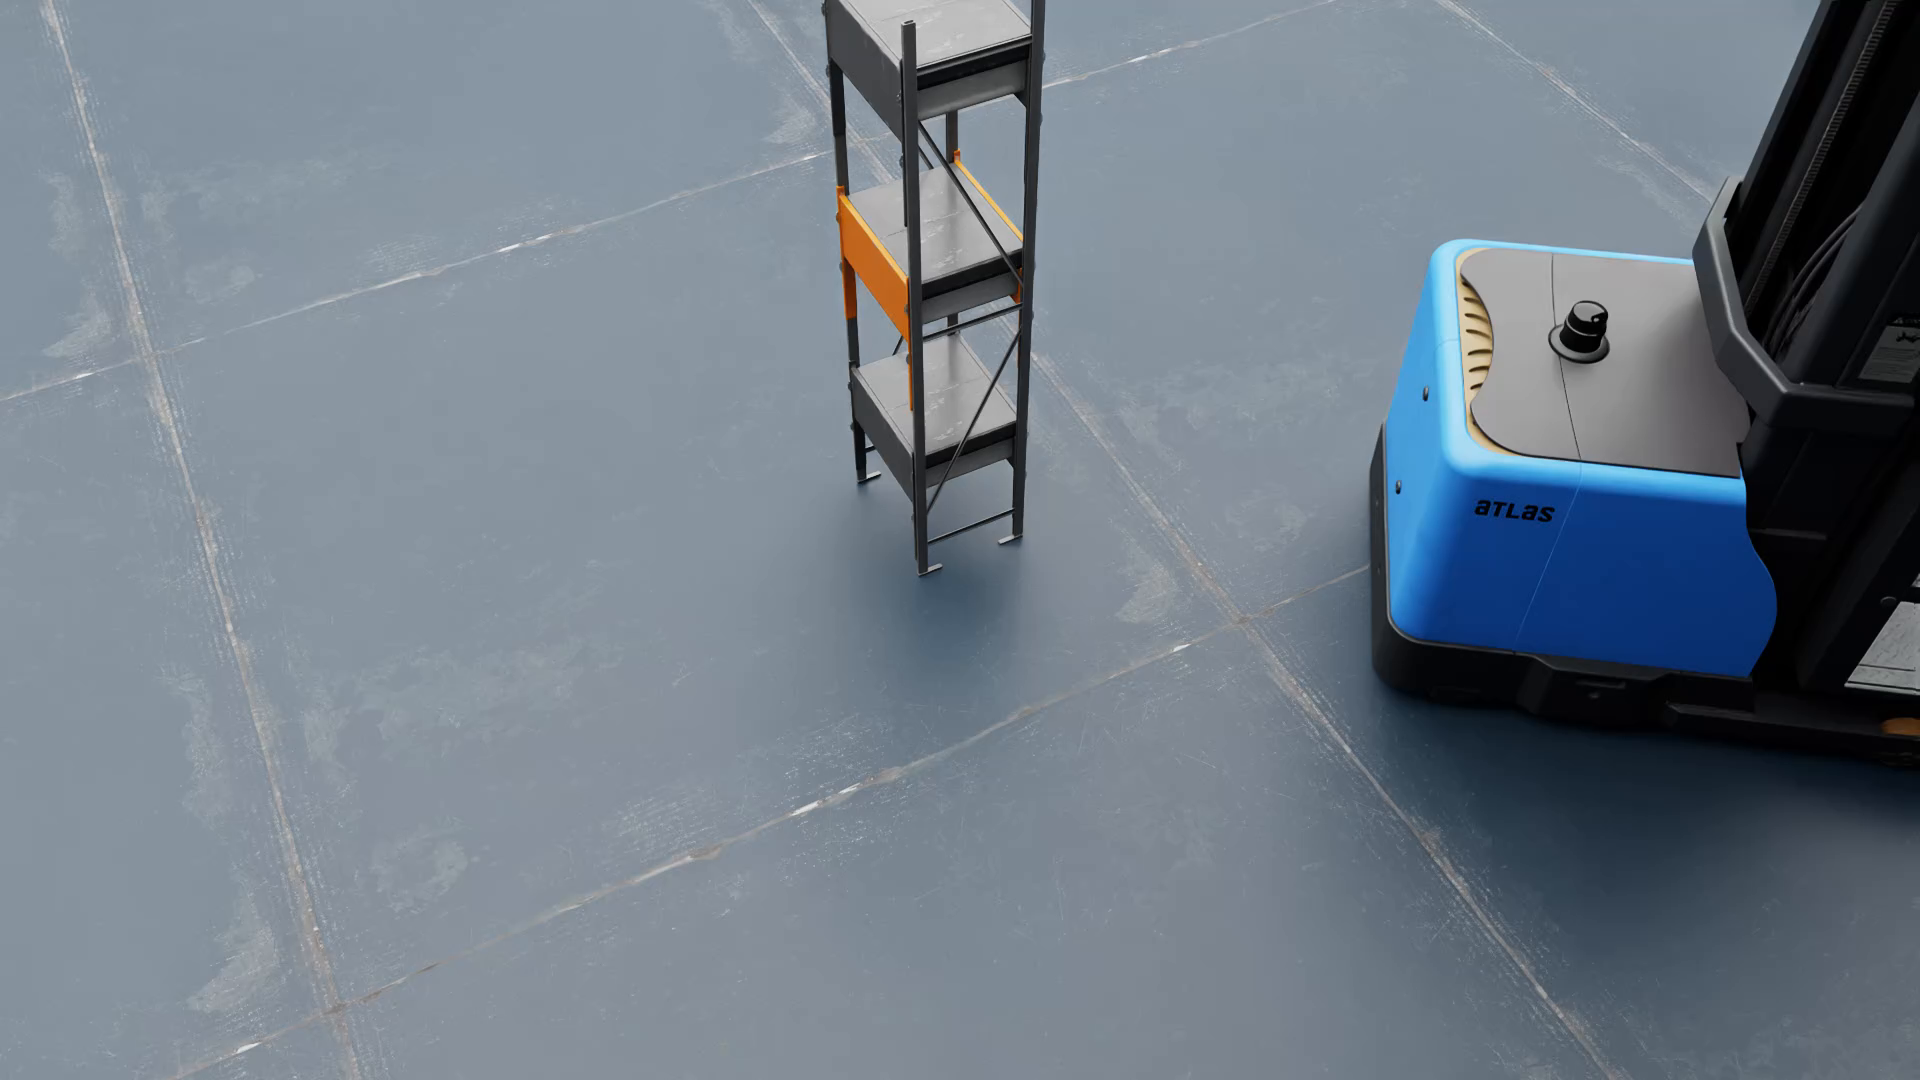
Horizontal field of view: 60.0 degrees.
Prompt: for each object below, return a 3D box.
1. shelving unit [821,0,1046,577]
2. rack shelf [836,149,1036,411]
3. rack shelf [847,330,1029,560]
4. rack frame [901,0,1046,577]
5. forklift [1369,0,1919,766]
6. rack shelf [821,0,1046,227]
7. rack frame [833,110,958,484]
[{"bbox_3d":[-0.076,-0.802,5.057,0.431,2.100,0.503,-21,52,-18],"label":"shelving unit"},{"bbox_3d":[-0.076,-0.793,5.067,0.431,0.518,0.480,-21,52,-18],"label":"rack shelf"},{"bbox_3d":[-0.076,-0.332,5.594,0.431,0.518,0.480,-21,52,-18],"label":"rack shelf"},{"bbox_3d":[0.036,-0.639,4.914,0.400,2.100,0.015,-21,52,-18],"label":"rack frame"},{"bbox_3d":[2.880,-0.677,4.395,3.031,2.935,1.130,6,49,6],"label":"forklift"},{"bbox_3d":[-0.076,-1.254,4.540,0.431,0.518,0.480,-21,52,-18],"label":"rack shelf"},{"bbox_3d":[-0.187,-0.965,5.199,0.400,2.100,0.015,-21,52,-18],"label":"rack frame"}]
